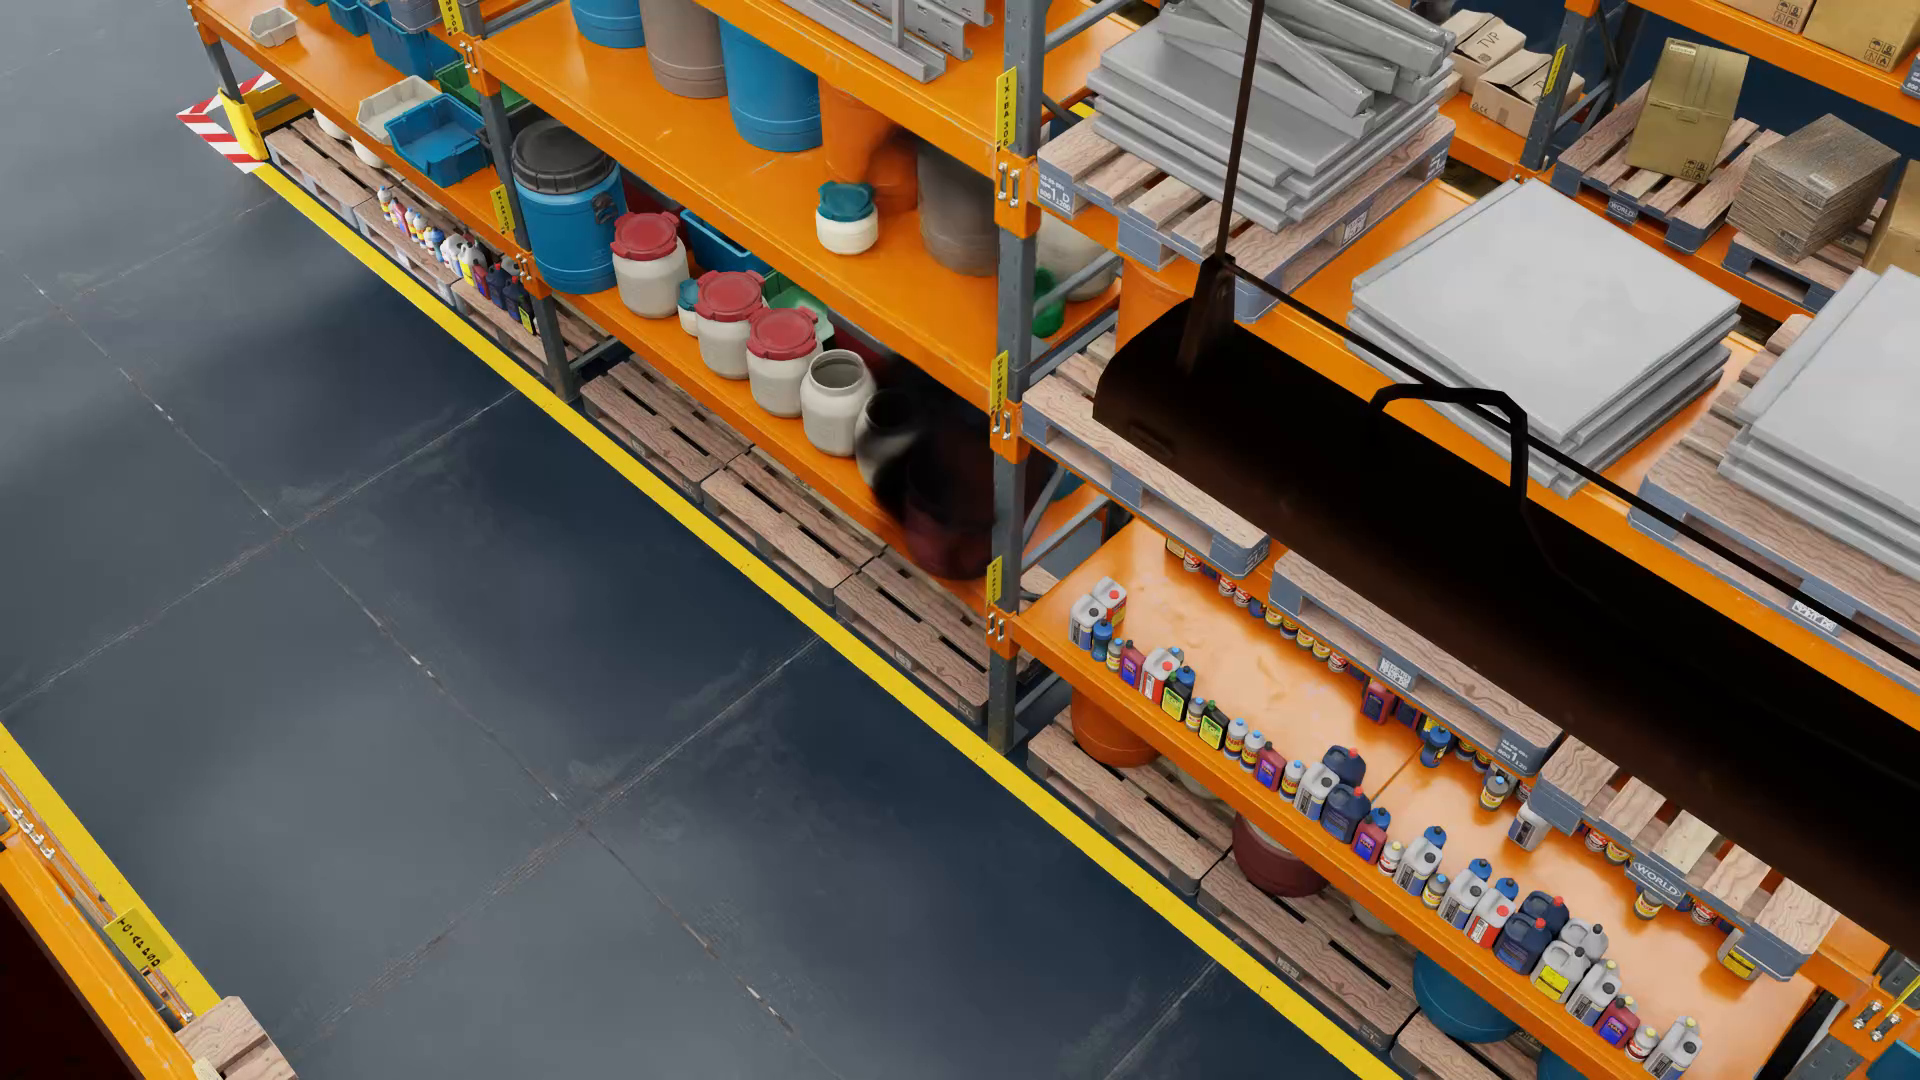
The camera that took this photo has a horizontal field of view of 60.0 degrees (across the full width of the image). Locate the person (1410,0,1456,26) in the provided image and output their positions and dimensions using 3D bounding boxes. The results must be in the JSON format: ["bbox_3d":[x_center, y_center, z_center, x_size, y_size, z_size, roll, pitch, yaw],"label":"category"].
[{"bbox_3d":[3.737,-4.197,12.884,0.835,1.633,0.475,31,56,23],"label":"person"}]
